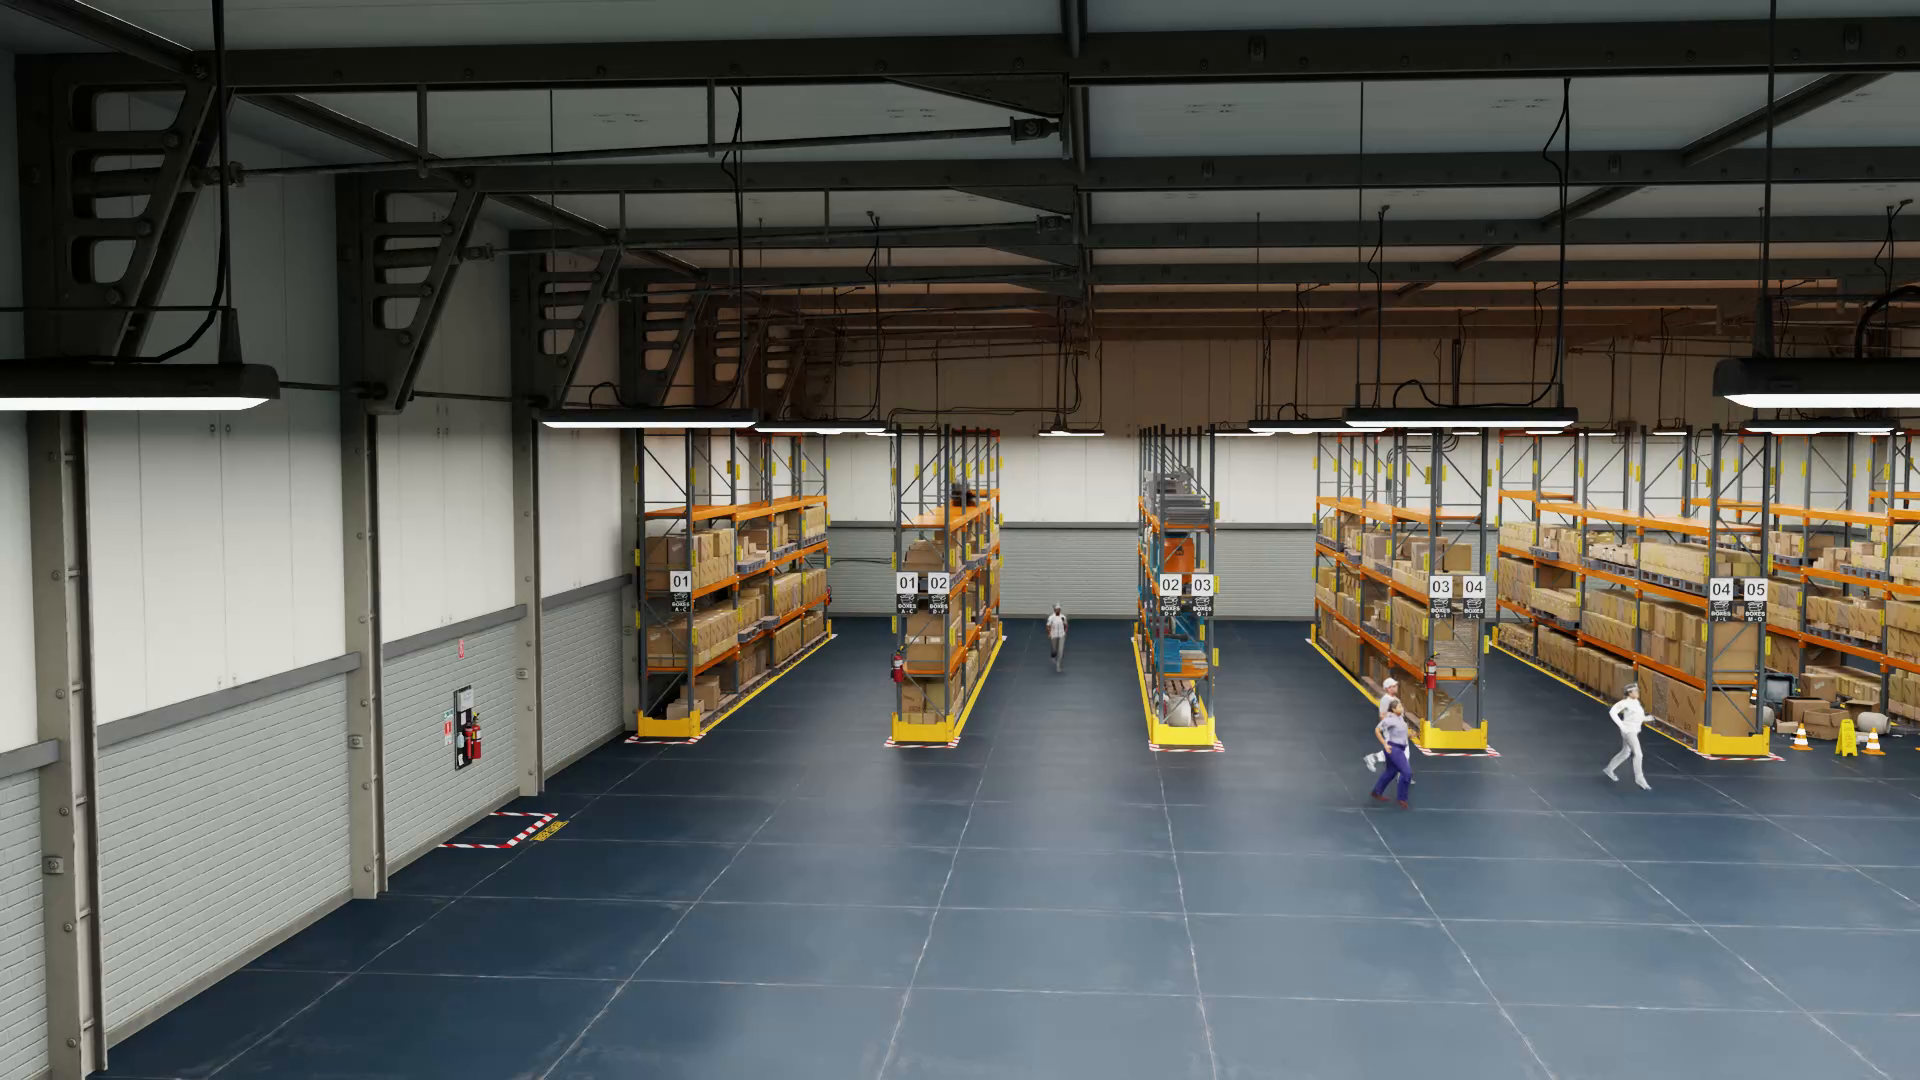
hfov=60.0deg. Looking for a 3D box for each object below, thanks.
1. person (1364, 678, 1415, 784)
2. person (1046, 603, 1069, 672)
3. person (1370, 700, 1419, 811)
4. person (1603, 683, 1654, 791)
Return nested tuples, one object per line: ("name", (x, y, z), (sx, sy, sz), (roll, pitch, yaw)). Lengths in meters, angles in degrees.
("person", (7.169, 3.169, 27.669), (0.848, 1.748, 0.669), (2, 4, 33))
("person", (2.420, 2.403, 41.160), (0.577, 1.675, 0.650), (0, 3, -5))
("person", (6.743, 3.336, 25.815), (0.750, 1.714, 0.577), (2, 4, 25))
("person", (11.025, 3.206, 27.383), (0.814, 1.745, 0.602), (3, 5, 42))
